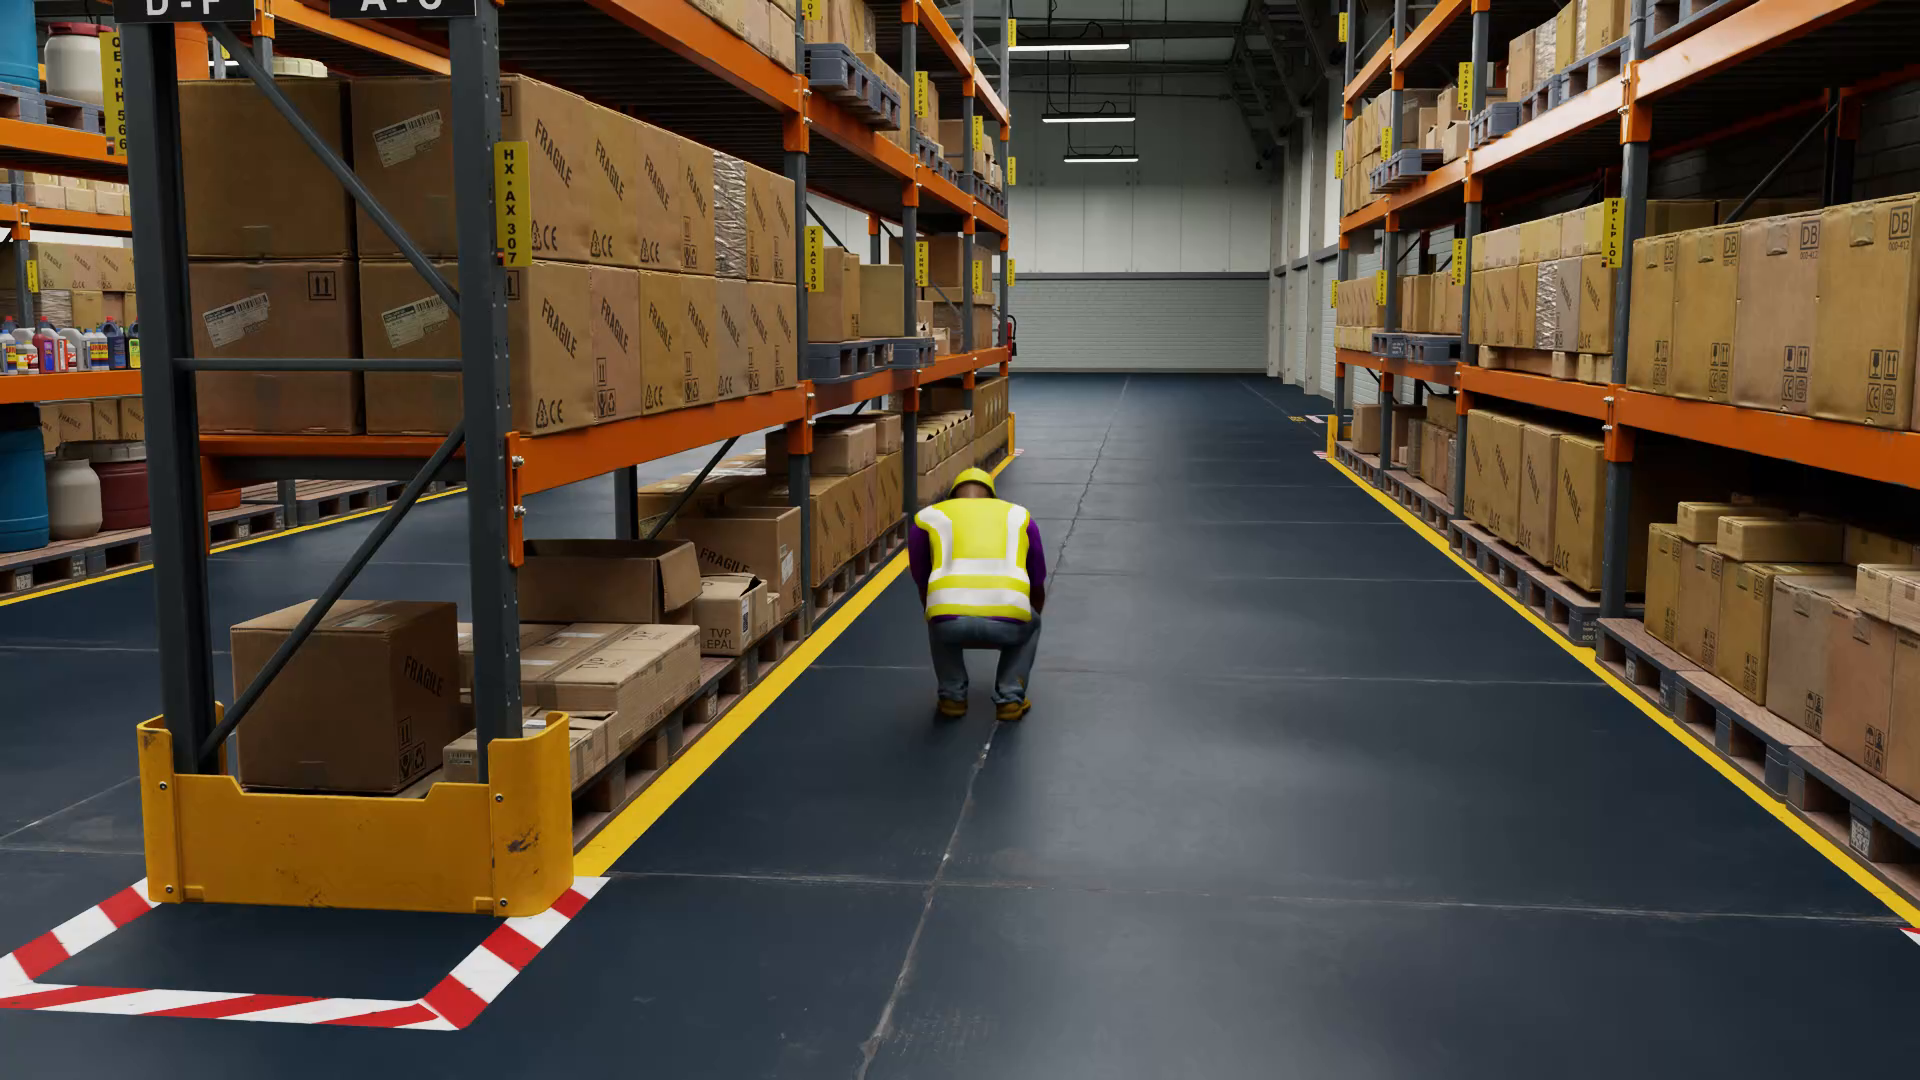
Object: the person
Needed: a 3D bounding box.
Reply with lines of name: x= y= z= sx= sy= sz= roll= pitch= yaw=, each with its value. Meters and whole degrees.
person: x=0.062 y=0.215 z=7.028 sx=0.586 sy=0.998 sz=0.892 roll=1 pitch=8 yaw=6
